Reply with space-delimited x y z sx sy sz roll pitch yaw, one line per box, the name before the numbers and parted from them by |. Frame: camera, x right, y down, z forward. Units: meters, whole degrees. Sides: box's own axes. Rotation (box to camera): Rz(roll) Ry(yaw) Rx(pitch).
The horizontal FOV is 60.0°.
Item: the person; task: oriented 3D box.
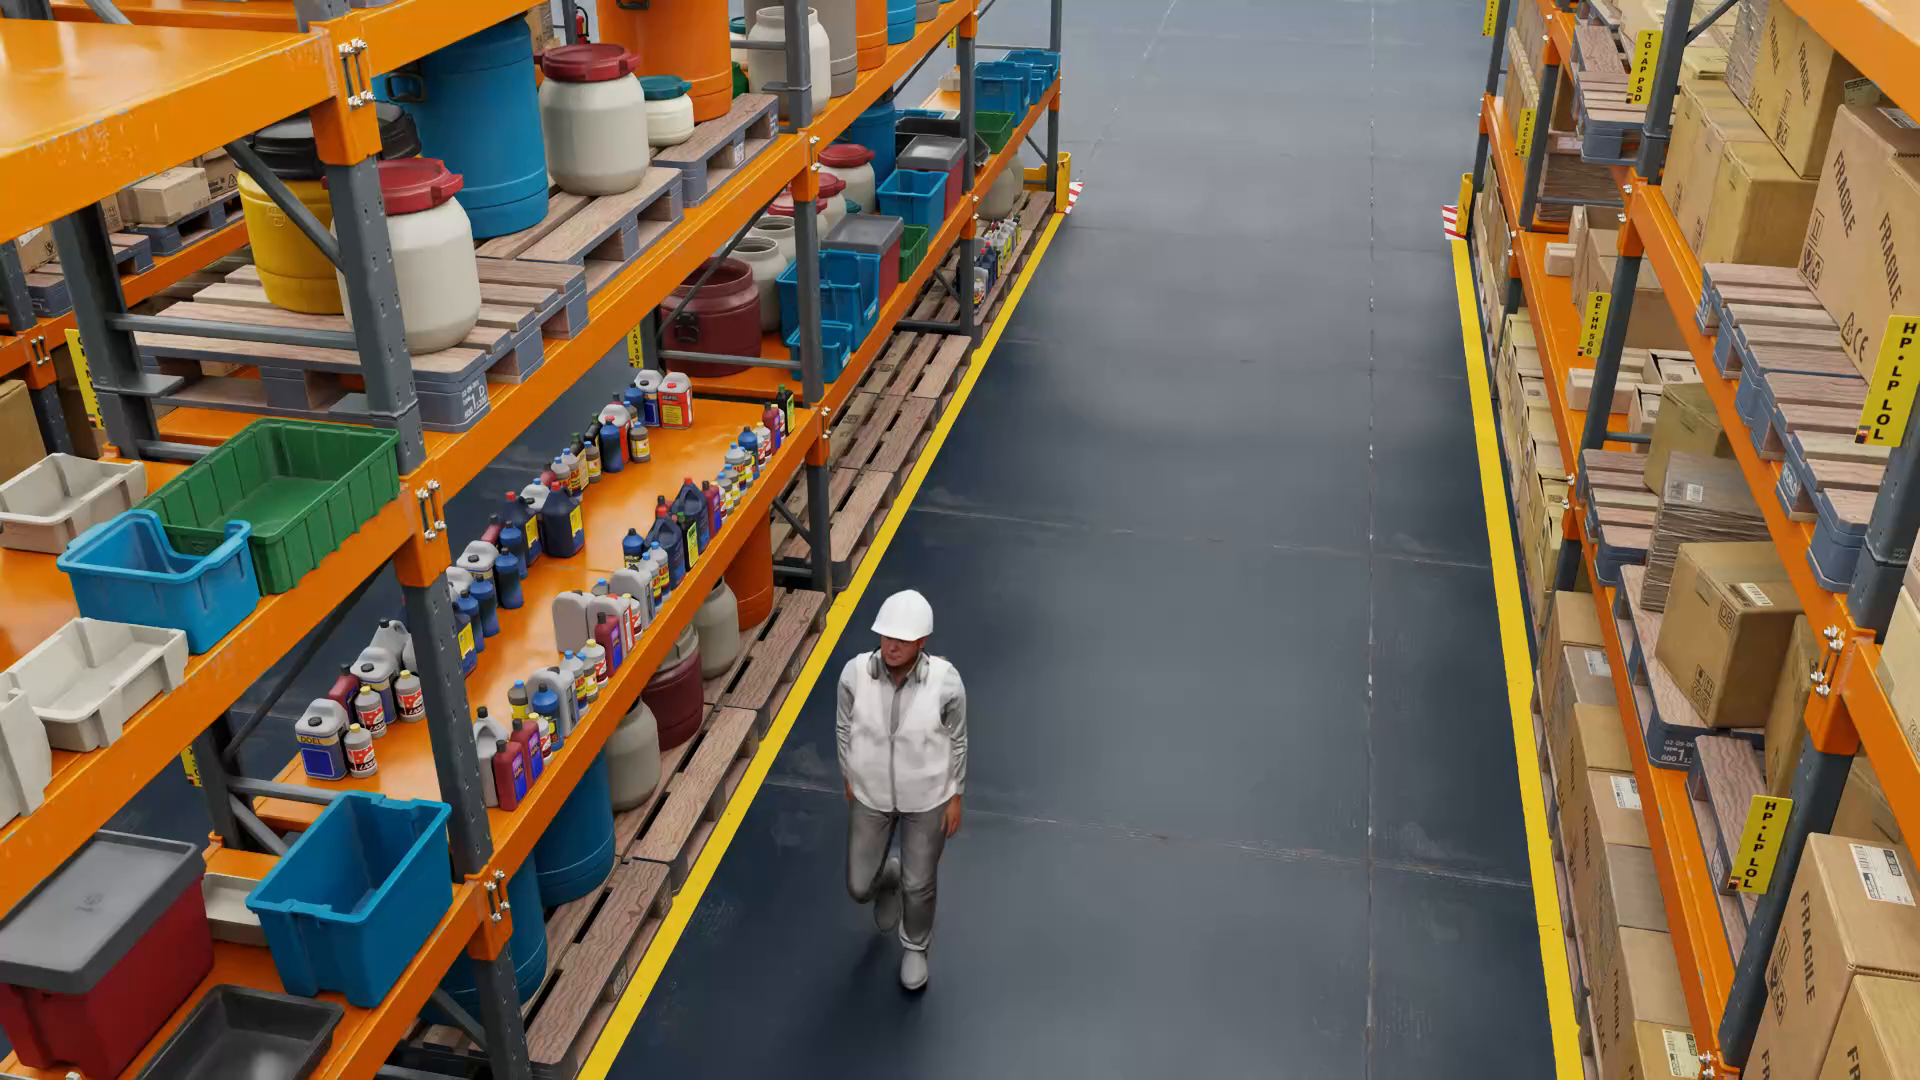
person | -0.237 0.991 6.732 0.538 1.759 0.516 4 29 7
